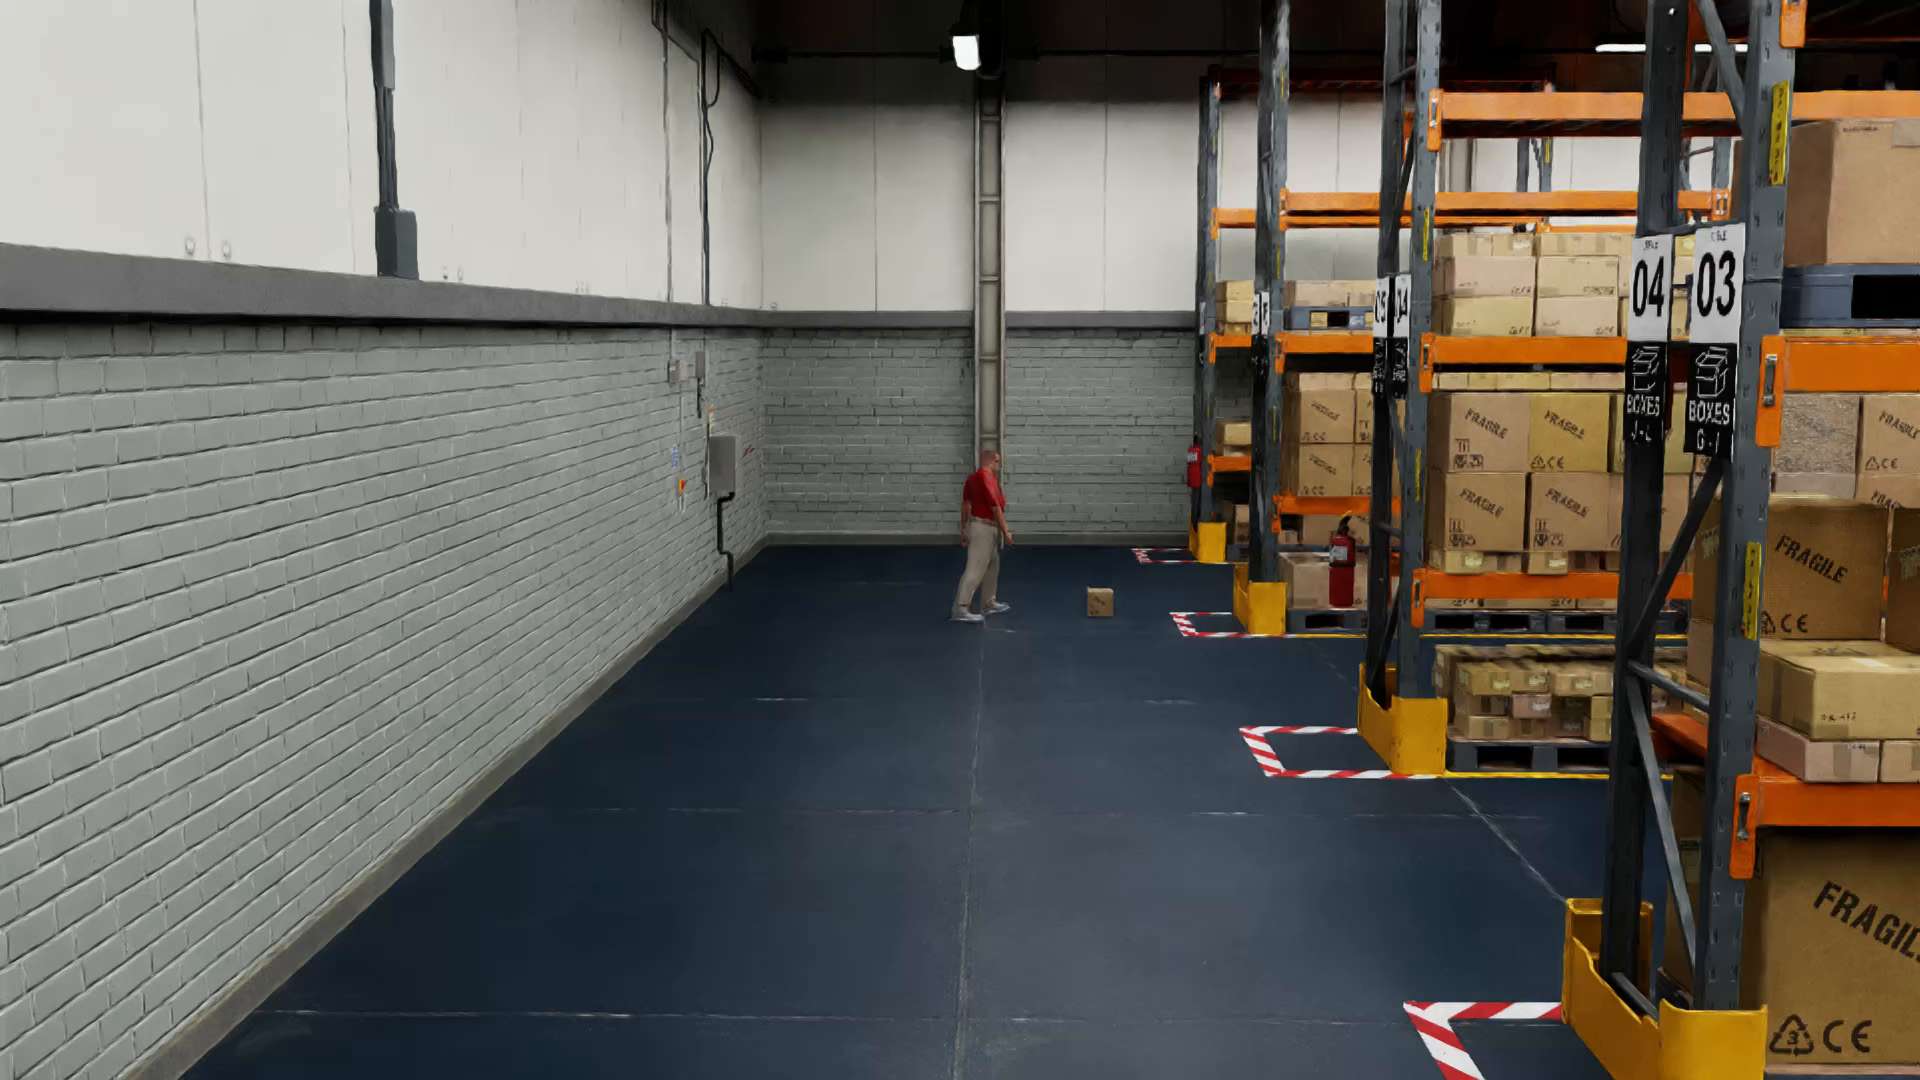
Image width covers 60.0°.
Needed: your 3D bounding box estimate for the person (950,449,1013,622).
[{"bbox_3d":[0.218,-0.065,16.441,0.789,1.679,0.632,-3,8,-20],"label":"person"}]
